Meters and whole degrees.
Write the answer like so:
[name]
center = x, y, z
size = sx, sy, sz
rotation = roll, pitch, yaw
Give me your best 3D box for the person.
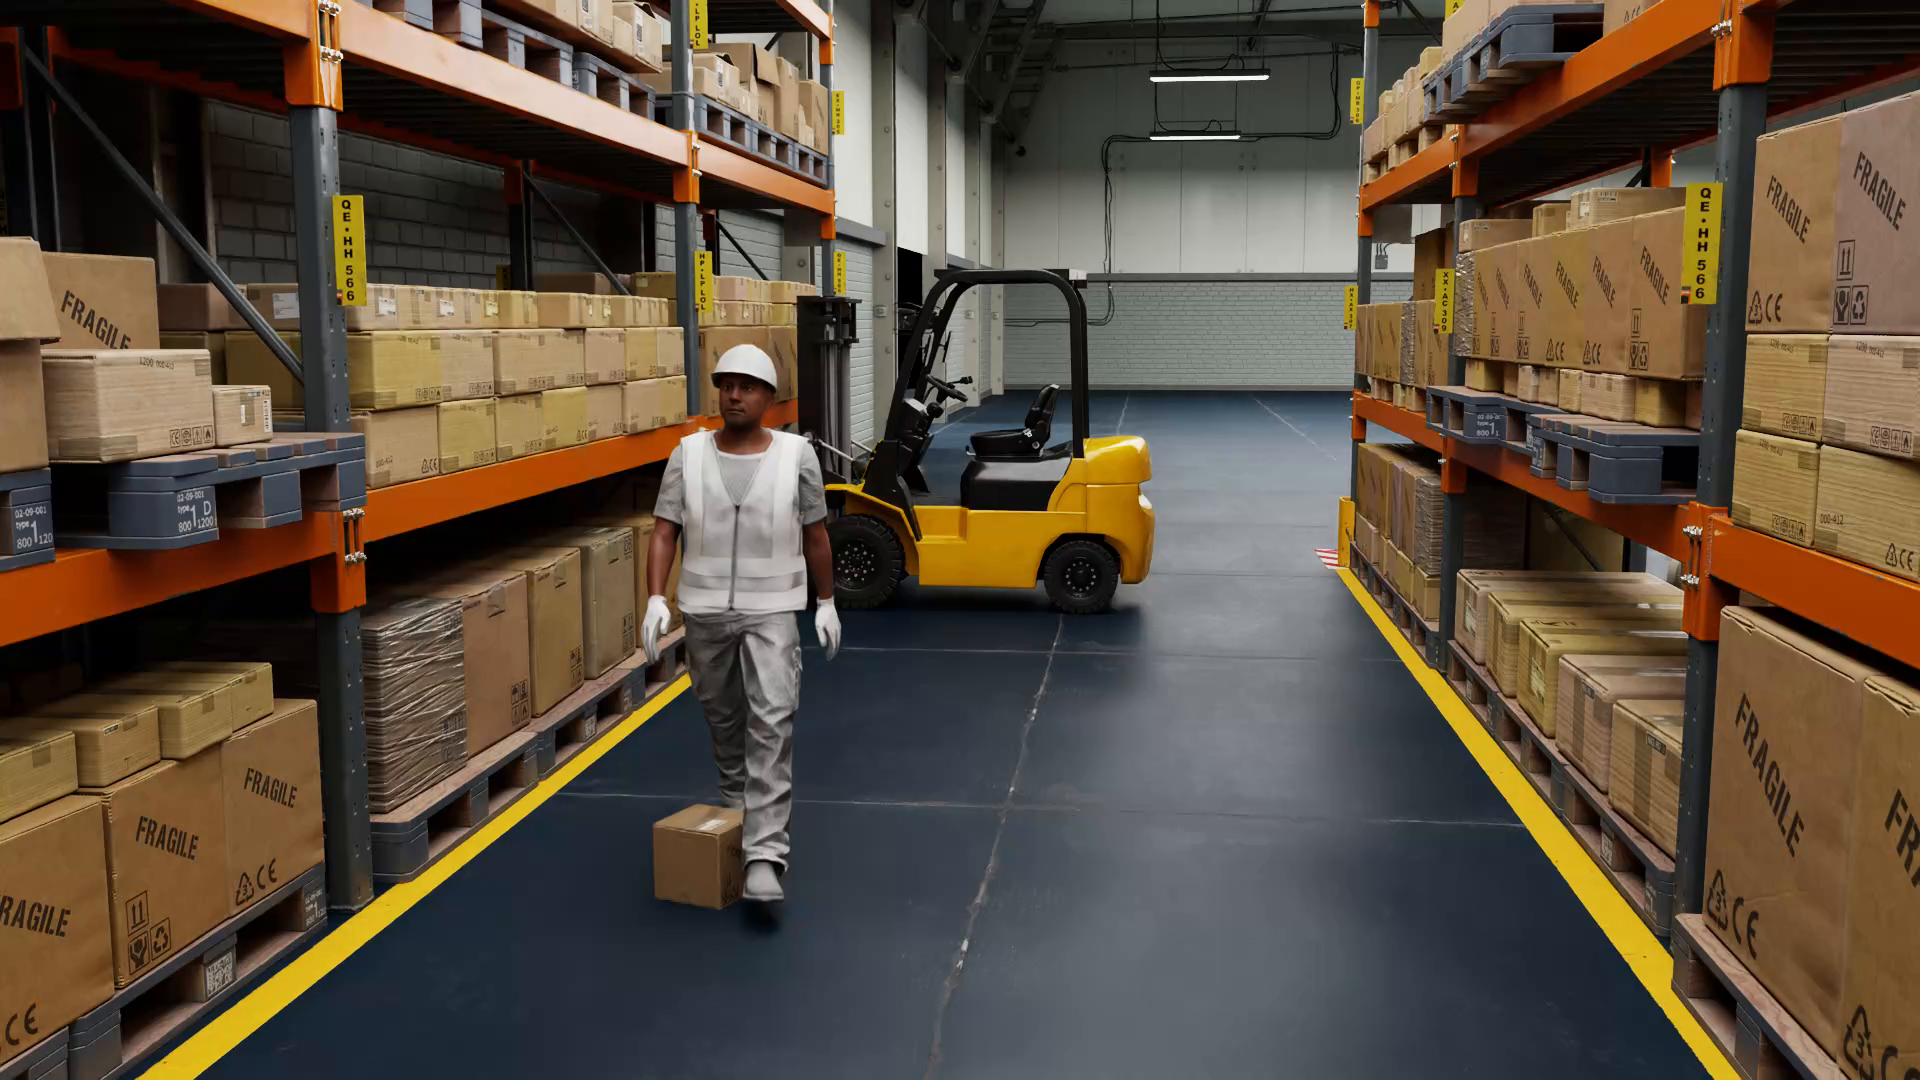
[person]
center = -0.720, 0.229, 5.427
size = 0.599, 1.724, 1.074
rotation = 1, 8, 4
